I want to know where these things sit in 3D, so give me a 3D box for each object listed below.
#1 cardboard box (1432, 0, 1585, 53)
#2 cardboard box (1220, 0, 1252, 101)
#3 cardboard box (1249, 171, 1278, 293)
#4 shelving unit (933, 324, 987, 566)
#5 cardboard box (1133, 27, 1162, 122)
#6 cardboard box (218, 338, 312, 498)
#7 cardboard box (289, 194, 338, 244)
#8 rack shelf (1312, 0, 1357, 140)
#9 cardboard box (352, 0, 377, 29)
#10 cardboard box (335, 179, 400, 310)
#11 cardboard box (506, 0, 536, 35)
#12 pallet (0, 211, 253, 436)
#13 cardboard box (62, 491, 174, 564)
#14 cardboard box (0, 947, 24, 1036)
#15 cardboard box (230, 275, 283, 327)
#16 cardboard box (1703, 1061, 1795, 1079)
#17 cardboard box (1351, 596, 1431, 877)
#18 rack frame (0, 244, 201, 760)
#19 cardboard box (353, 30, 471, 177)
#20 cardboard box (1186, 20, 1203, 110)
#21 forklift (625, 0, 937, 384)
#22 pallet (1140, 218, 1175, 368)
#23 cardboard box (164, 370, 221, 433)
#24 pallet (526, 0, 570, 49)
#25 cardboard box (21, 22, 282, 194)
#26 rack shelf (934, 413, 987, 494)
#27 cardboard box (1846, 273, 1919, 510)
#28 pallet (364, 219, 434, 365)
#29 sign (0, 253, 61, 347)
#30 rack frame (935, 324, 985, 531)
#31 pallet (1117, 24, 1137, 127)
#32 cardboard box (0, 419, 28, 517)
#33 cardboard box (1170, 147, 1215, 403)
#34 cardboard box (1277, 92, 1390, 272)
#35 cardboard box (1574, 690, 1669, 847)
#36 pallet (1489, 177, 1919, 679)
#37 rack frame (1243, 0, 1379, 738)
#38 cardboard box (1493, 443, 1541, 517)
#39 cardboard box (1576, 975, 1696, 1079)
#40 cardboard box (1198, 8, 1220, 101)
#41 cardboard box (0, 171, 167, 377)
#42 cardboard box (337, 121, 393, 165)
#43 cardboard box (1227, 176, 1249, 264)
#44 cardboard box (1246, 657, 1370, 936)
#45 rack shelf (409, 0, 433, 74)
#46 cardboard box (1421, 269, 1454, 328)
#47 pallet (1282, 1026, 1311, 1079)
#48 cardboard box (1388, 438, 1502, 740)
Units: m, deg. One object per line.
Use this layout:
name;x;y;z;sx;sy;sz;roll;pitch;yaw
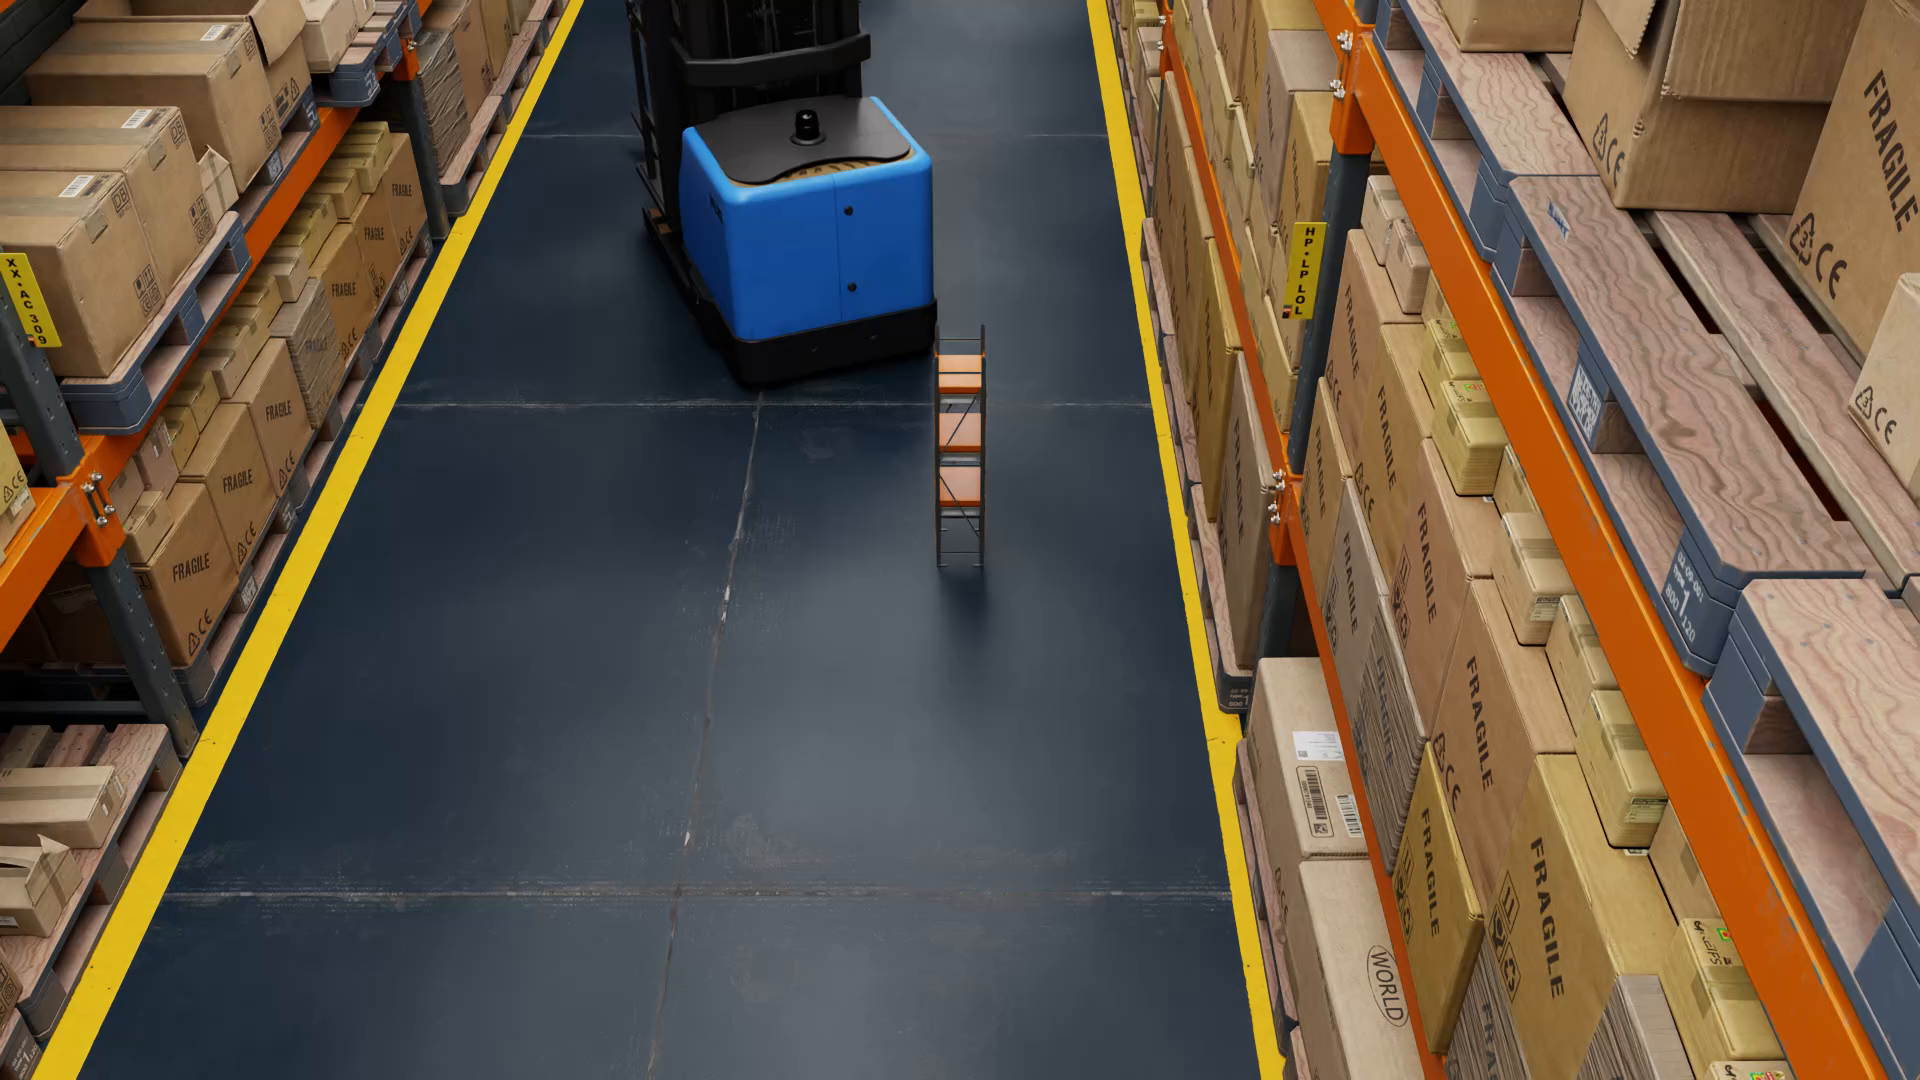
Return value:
cardboard box;1.369;-1.436;3.749;0.500;0.500;0.500;1;39;1
cardboard box;1.322;-2.064;6.547;0.500;0.500;0.500;1;39;1
cardboard box;1.327;-1.116;5.964;0.500;0.250;0.500;1;39;1
shelving unit;0.000;-0.376;6.880;0.215;1.050;0.252;0;39;0
cardboard box;1.574;-2.846;10.168;0.950;0.372;0.625;-1;39;-1
cardboard box;-3.168;-0.522;7.165;0.500;0.500;0.500;-1;39;-1
cardboard box;-3.194;-1.519;7.891;0.380;0.149;0.250;1;39;1
rack shelf;1.576;-2.532;6.187;1.077;0.370;4.000;0;39;0
cardboard box;-3.006;-2.542;7.889;0.380;0.149;0.250;1;39;1
cardboard box;-3.185;-1.498;8.384;0.500;0.500;0.500;-1;39;-1
cardboard box;-3.390;-3.814;11.174;0.875;0.625;0.625;0;39;0
pallet;-3.277;-0.810;6.016;1.003;0.211;1.213;0;39;0
cardboard box;-3.120;-0.052;6.060;0.380;0.149;0.250;2;39;2
cardboard box;-3.250;1.361;4.816;0.700;0.500;0.500;-1;39;-2
cardboard box;-3.213;-1.037;7.289;0.380;0.149;0.250;0;39;0
cardboard box;1.273;0.883;2.351;0.380;0.149;0.250;0;39;0
cardboard box;1.308;0.489;4.161;0.500;0.500;0.500;0;39;0
rack frame;-3.385;-0.385;5.332;1.000;3.000;0.127;0;39;0
cardboard box;-3.377;-2.514;9.552;0.875;0.625;0.625;1;39;1
cardboard box;1.341;-2.207;7.725;0.500;0.250;0.500;-1;39;-1
forklift;-1.137;-2.826;8.432;1.130;2.935;3.031;-14;41;-17
pallet;1.499;-1.312;8.718;1.003;0.211;1.213;0;39;0
cardboard box;-3.223;-0.557;6.690;0.380;0.149;0.250;-1;39;-1
pallet;-3.355;-3.839;11.872;1.003;0.211;1.213;0;39;0
cardboard box;-3.164;-1.706;6.564;0.700;0.500;0.500;0;39;0
rack shelf;0.000;-0.368;6.887;0.215;0.259;0.240;0;39;0
cardboard box;1.631;-0.165;2.314;0.500;0.311;0.500;1;39;1
pallet;-3.427;-1.332;8.743;1.003;0.211;1.213;0;39;0
sign;-2.843;-0.728;5.068;0.100;0.325;0.005;0;39;0
rack frame;0.000;-0.453;6.975;0.200;1.050;0.008;0;39;0
pallet;1.576;-3.054;10.892;1.003;0.211;1.213;0;39;0
cardboard box;-3.141;-0.125;4.889;0.500;0.250;0.500;1;39;1
cardboard box;1.488;-1.238;7.759;0.875;0.875;0.875;0;39;1
cardboard box;1.327;-1.100;5.344;0.500;0.500;0.500;1;39;1
cardboard box;1.326;0.406;2.947;0.380;0.149;0.250;1;39;1
pallet;1.567;-0.255;2.841;1.003;0.211;1.213;0;39;0
rack frame;1.578;-0.391;5.340;1.000;3.000;0.127;0;39;0
cardboard box;1.371;-0.077;3.550;0.380;0.149;0.250;0;39;0
cardboard box;1.314;1.053;2.658;0.500;0.500;0.500;0;39;0
cardboard box;1.315;-2.077;7.164;0.500;0.250;0.500;0;39;0
cardboard box;-3.162;-0.891;5.547;0.700;0.500;0.500;1;39;1
cardboard box;-3.136;-2.020;8.516;0.380;0.149;0.250;-2;39;-2
cardboard box;1.345;-1.247;6.528;0.500;0.250;0.500;-1;39;-1
cardboard box;1.472;0.837;5.520;0.875;0.438;0.875;-1;39;-1
rack shelf;-3.392;-3.857;10.239;1.077;0.370;4.000;0;39;0
cardboard box;1.378;-0.556;4.147;0.380;0.149;0.250;0;39;-1
pallet;1.505;1.937;4.664;1.003;0.211;1.213;0;39;0
cardboard box;1.320;0.114;3.830;0.500;0.500;0.500;1;39;1
